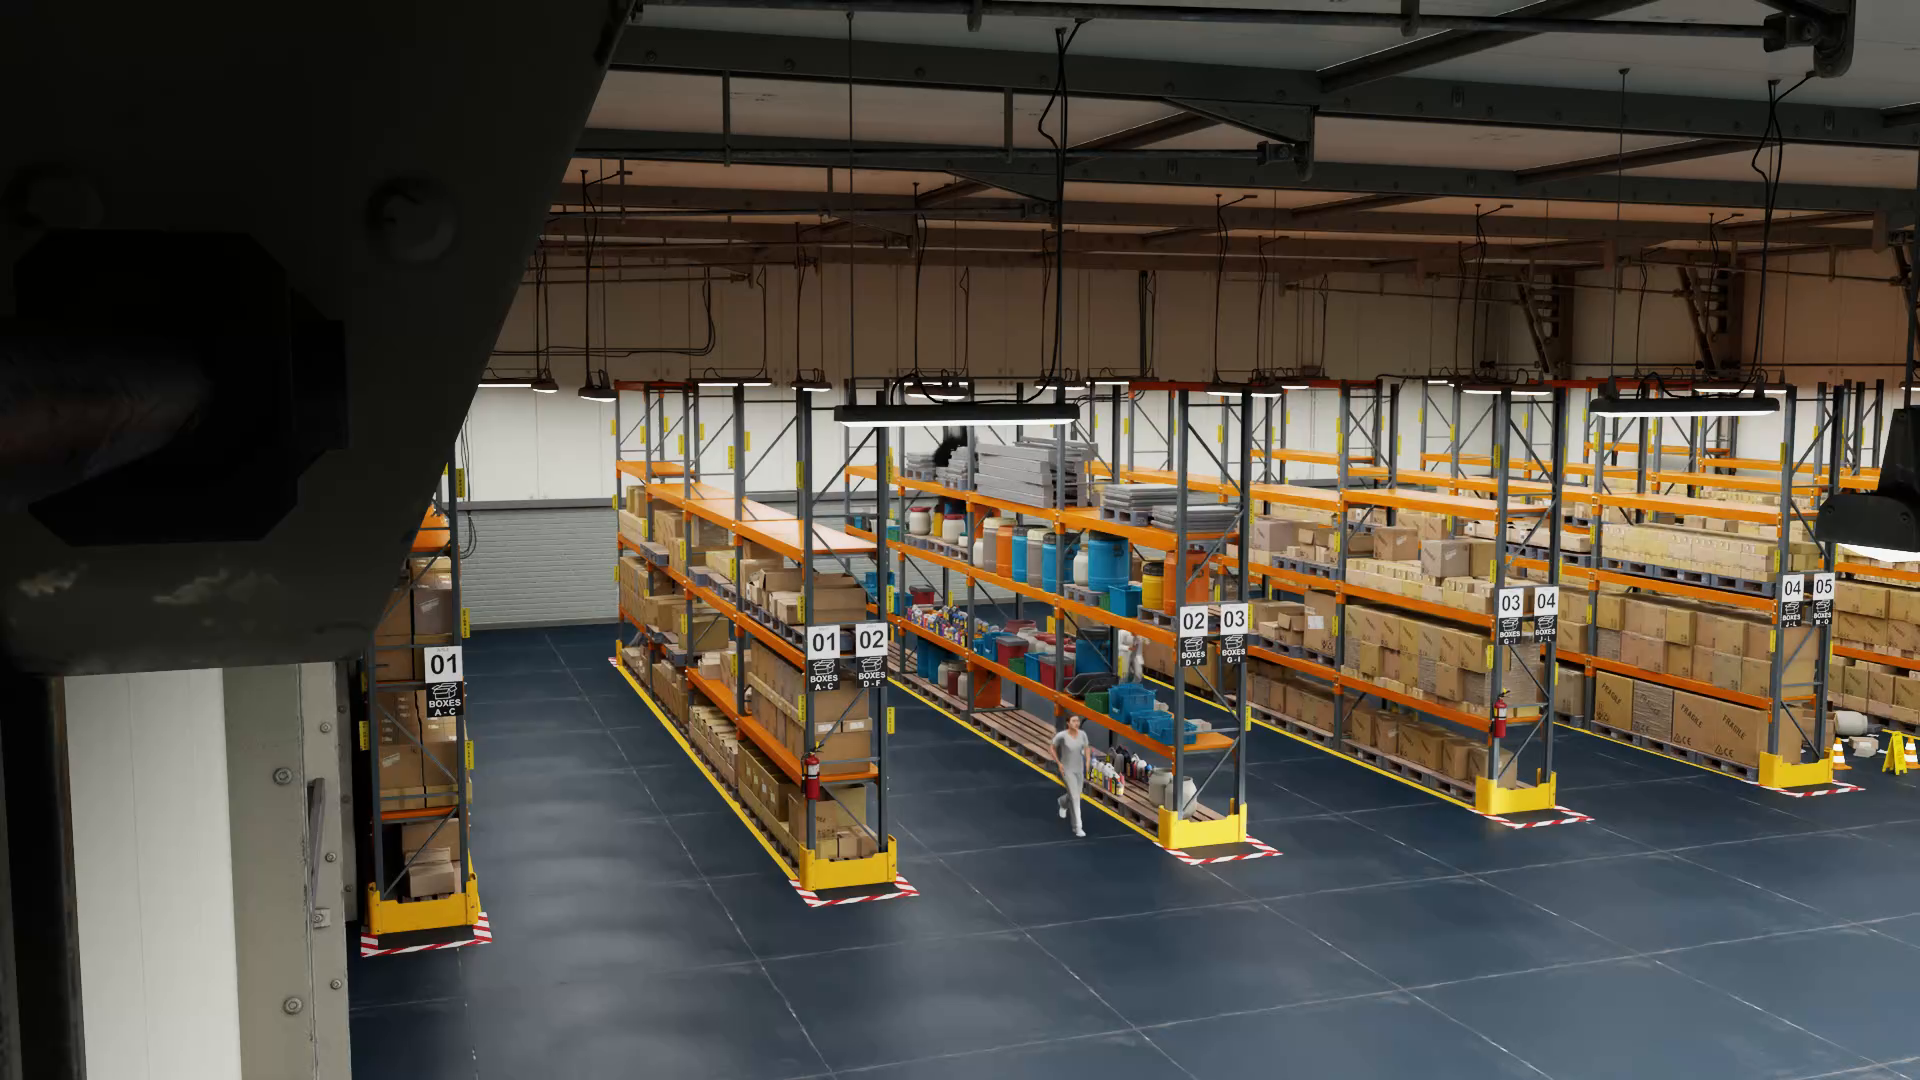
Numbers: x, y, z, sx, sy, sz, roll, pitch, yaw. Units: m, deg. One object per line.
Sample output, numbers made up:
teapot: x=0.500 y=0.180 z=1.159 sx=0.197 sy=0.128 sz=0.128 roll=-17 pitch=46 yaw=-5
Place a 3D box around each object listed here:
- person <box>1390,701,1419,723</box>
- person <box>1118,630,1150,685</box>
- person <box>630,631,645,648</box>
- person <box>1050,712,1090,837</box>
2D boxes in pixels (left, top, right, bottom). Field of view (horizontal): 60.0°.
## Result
person: x=7.964 y=2.357 z=29.565 sx=0.689 sy=1.767 sz=0.957 roll=-3 pitch=7 yaw=-27
person: x=3.198 y=2.256 z=30.993 sx=0.748 sy=1.714 sz=1.063 roll=-1 pitch=6 yaw=-12
person: x=-6.851 y=1.600 z=36.529 sx=0.826 sy=1.811 sz=0.659 roll=-1 pitch=6 yaw=-8
person: x=1.490 y=3.134 z=22.620 sx=0.553 sy=1.654 sz=0.836 roll=-3 pitch=7 yaw=-24
